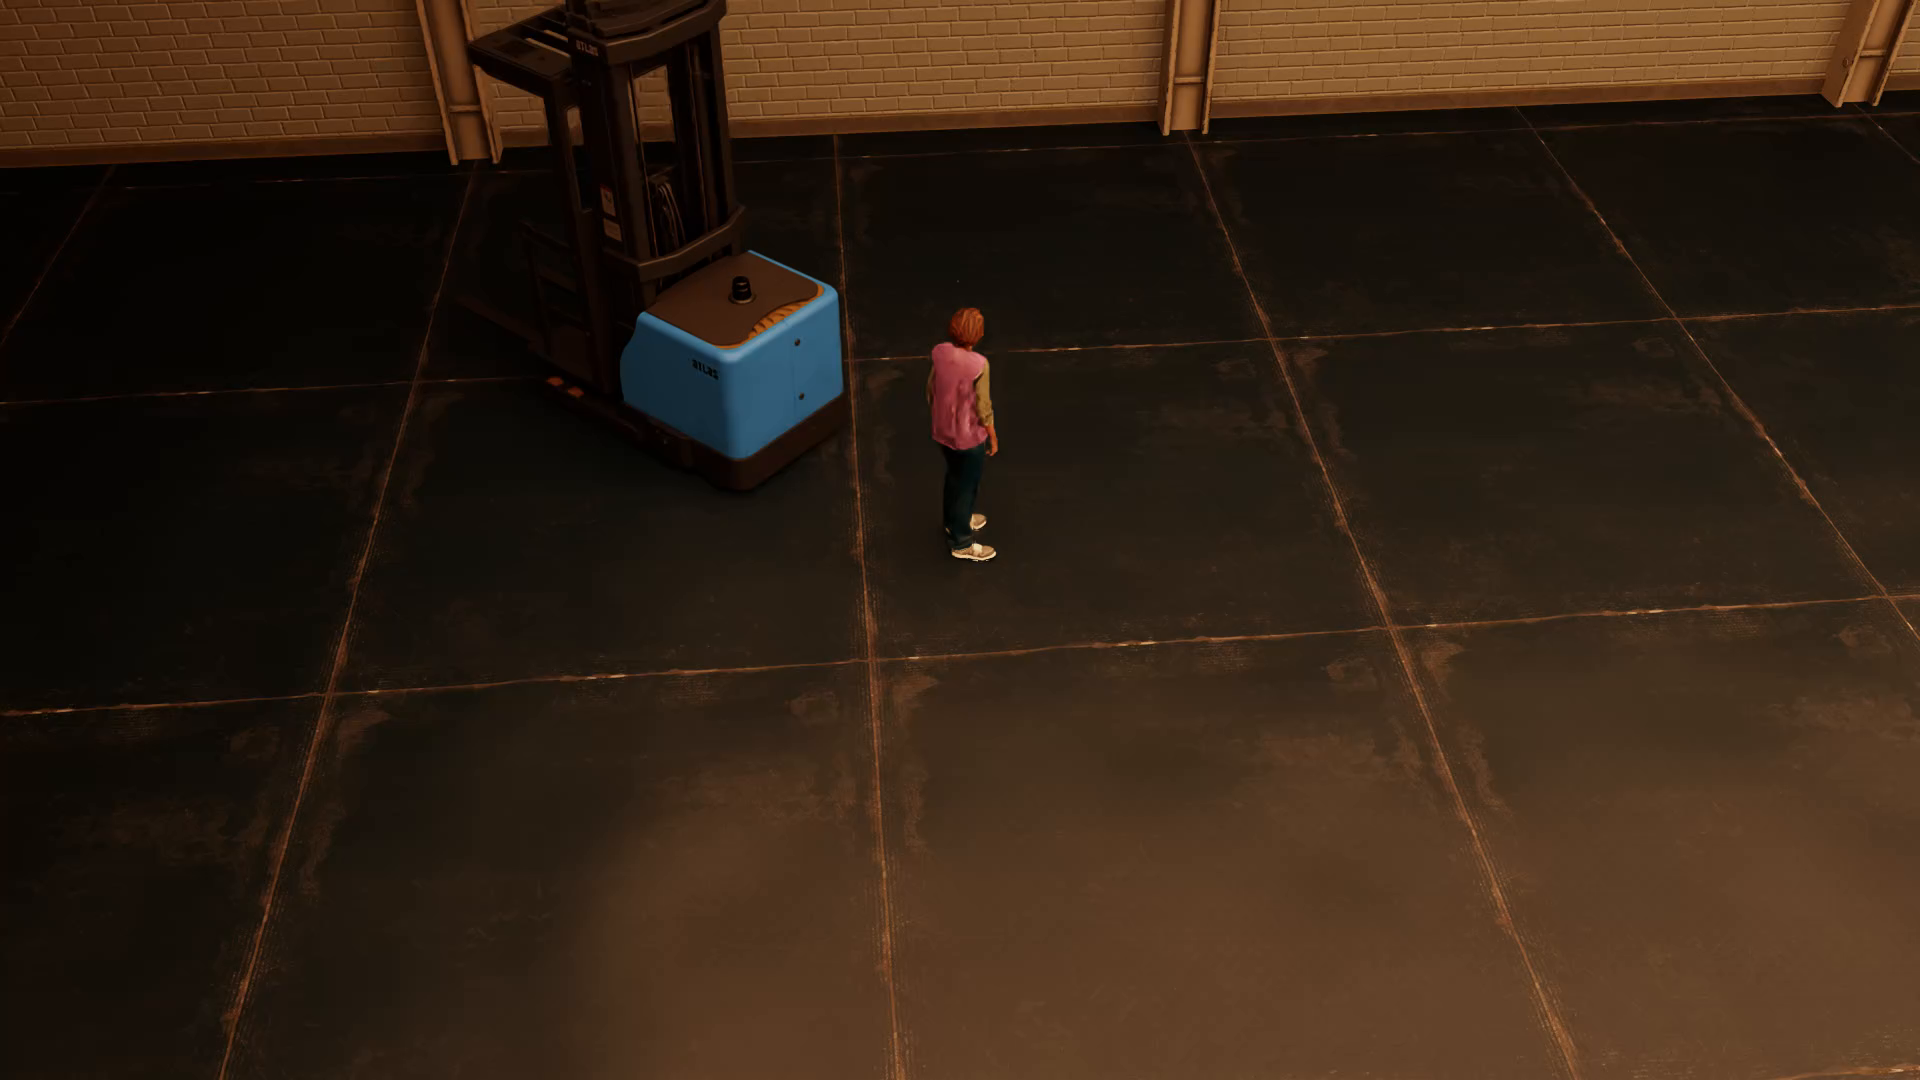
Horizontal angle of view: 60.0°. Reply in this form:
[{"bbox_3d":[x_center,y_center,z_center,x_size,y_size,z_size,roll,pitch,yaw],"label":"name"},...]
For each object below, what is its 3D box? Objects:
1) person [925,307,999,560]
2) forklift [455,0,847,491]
[{"bbox_3d":[0.021,-0.619,9.693,0.525,1.591,0.417,27,47,28],"label":"person"},{"bbox_3d":[-2.214,-2.220,10.534,3.031,2.935,1.130,27,48,28],"label":"forklift"}]
